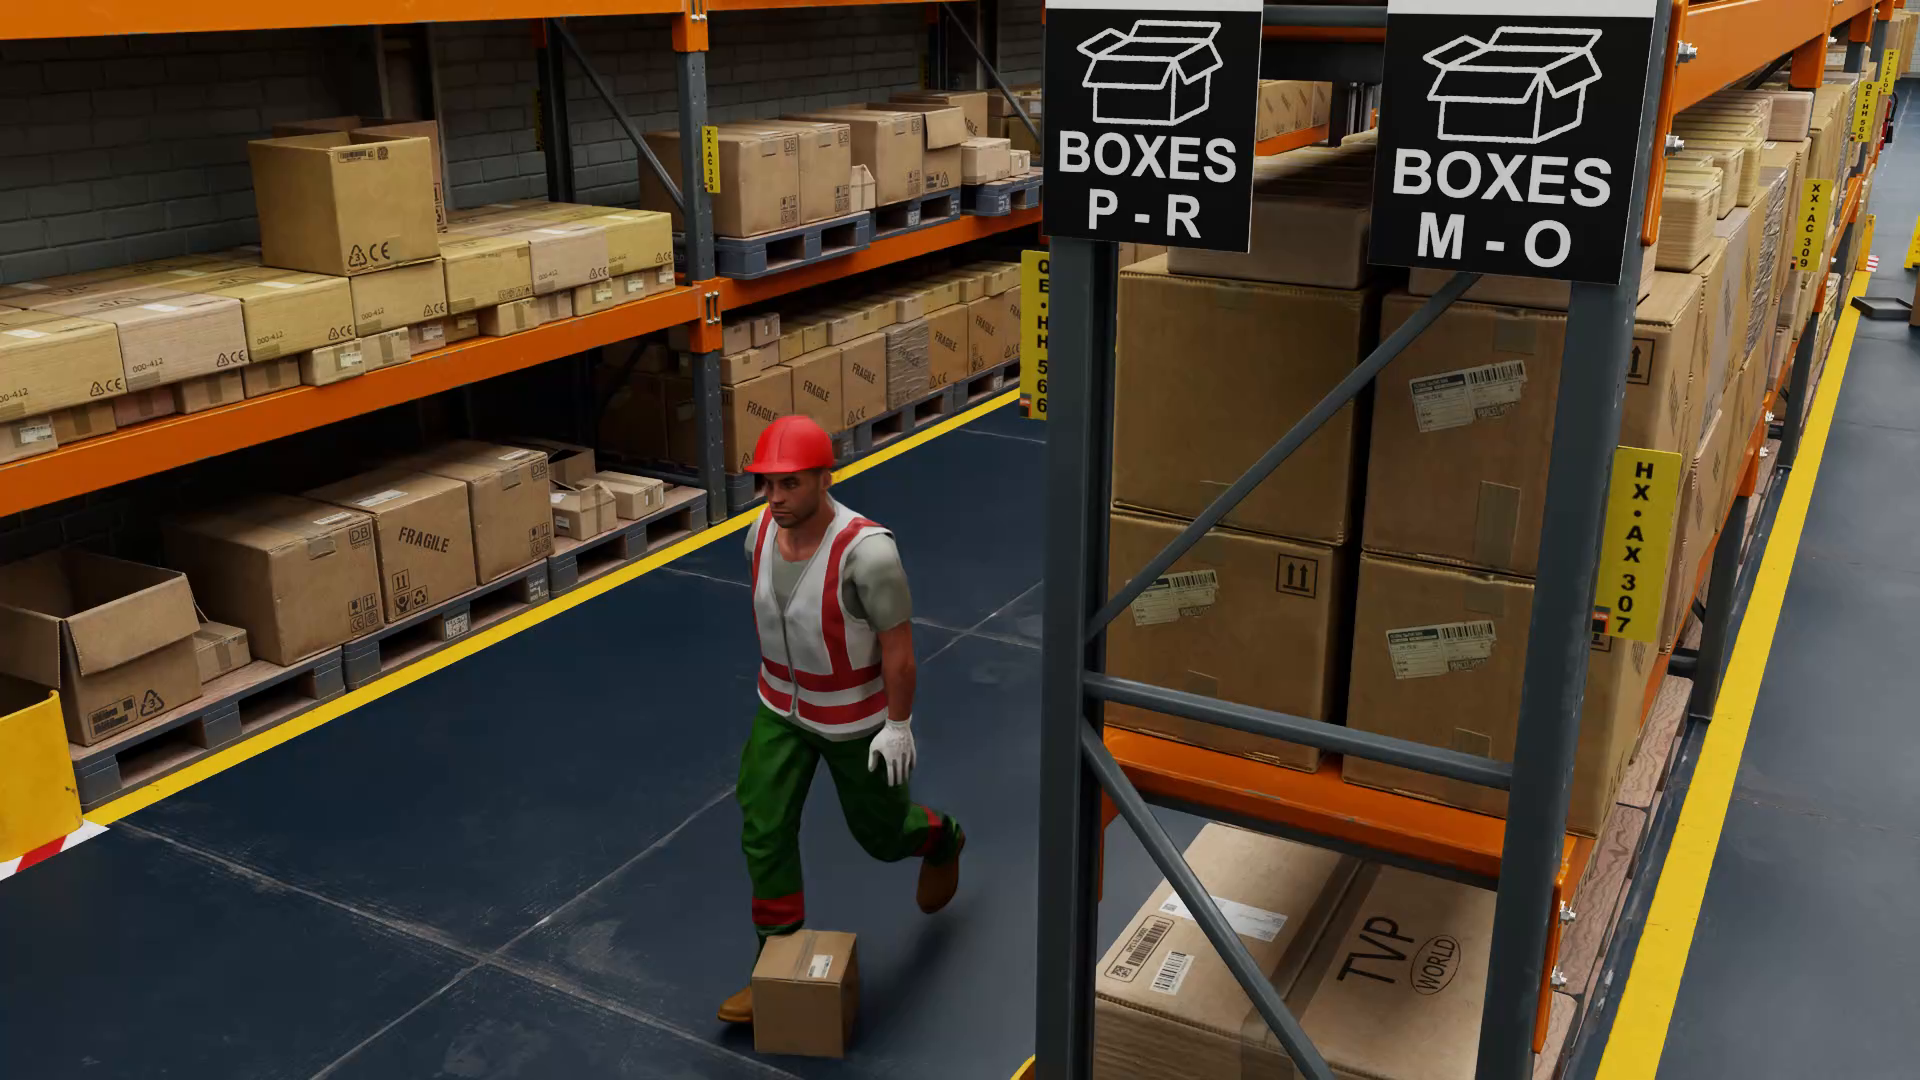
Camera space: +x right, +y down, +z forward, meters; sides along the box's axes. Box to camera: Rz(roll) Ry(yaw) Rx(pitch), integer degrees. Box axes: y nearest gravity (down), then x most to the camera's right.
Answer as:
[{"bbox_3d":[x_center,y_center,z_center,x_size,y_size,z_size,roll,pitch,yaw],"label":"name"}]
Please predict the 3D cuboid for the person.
[{"bbox_3d":[-0.324,0.463,4.737,0.548,1.750,0.993,11,22,29],"label":"person"}]
